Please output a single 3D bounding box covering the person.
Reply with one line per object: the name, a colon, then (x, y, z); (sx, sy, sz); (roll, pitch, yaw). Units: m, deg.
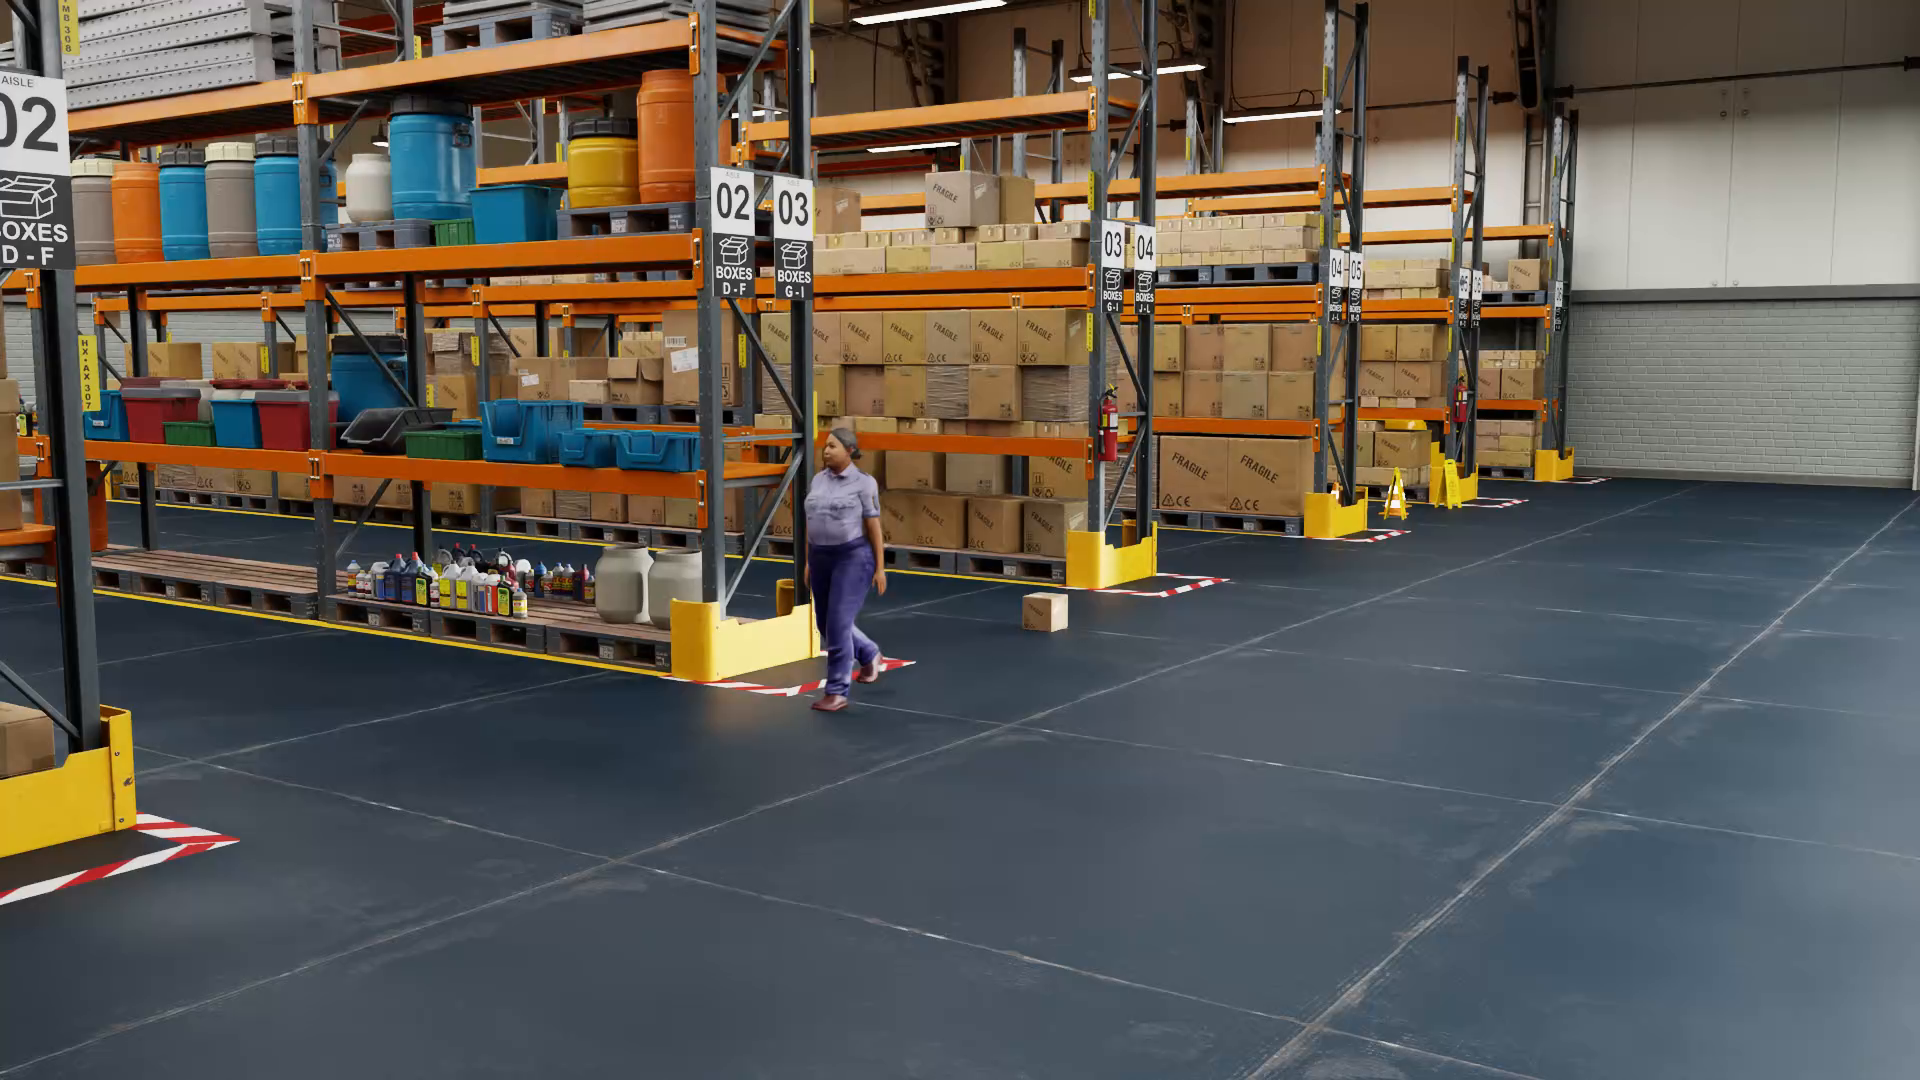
person: (-0.682, 0.142, 9.757); (0.510, 1.606, 0.882); (4, 8, 32)
